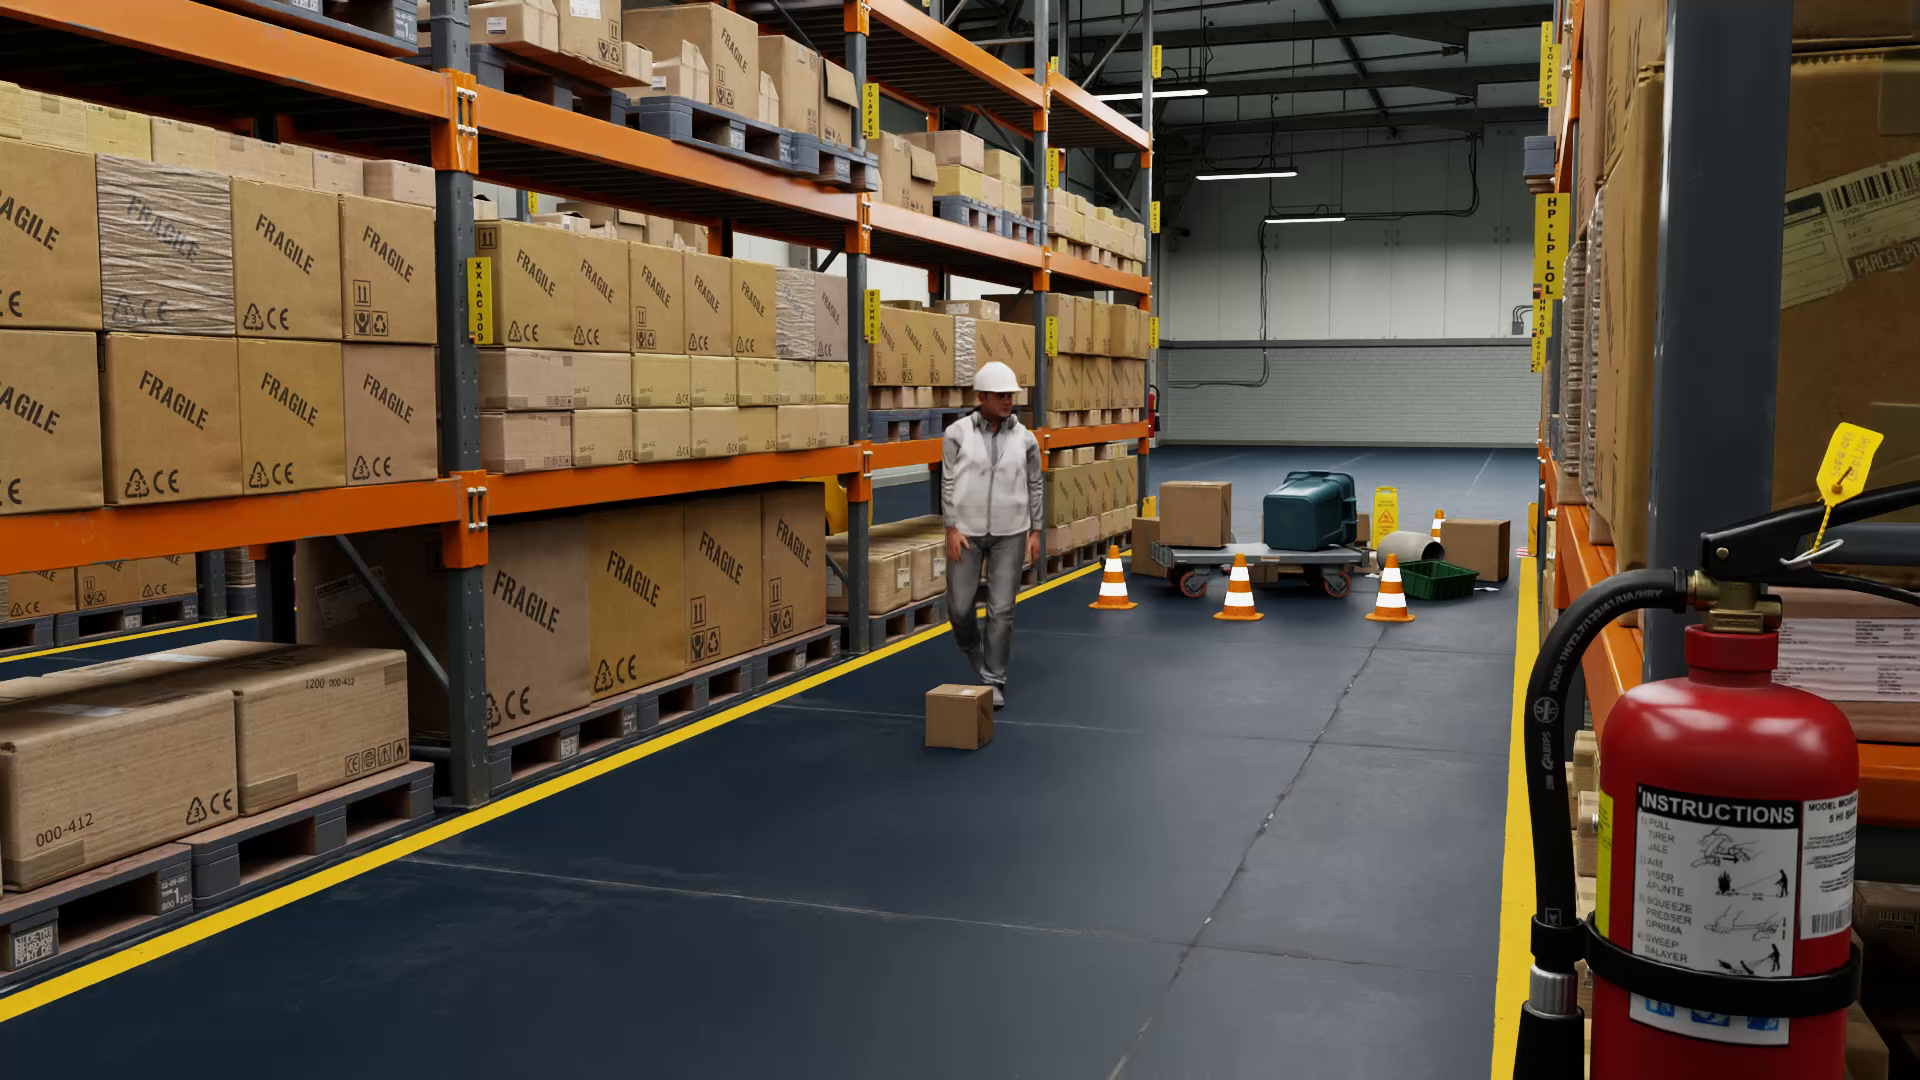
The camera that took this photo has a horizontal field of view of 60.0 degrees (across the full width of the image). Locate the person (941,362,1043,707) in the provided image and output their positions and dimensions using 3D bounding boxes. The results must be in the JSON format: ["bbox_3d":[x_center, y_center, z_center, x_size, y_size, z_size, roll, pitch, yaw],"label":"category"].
[{"bbox_3d":[0.166,-0.042,8.704,0.539,1.769,0.652,0,5,-2],"label":"person"}]
